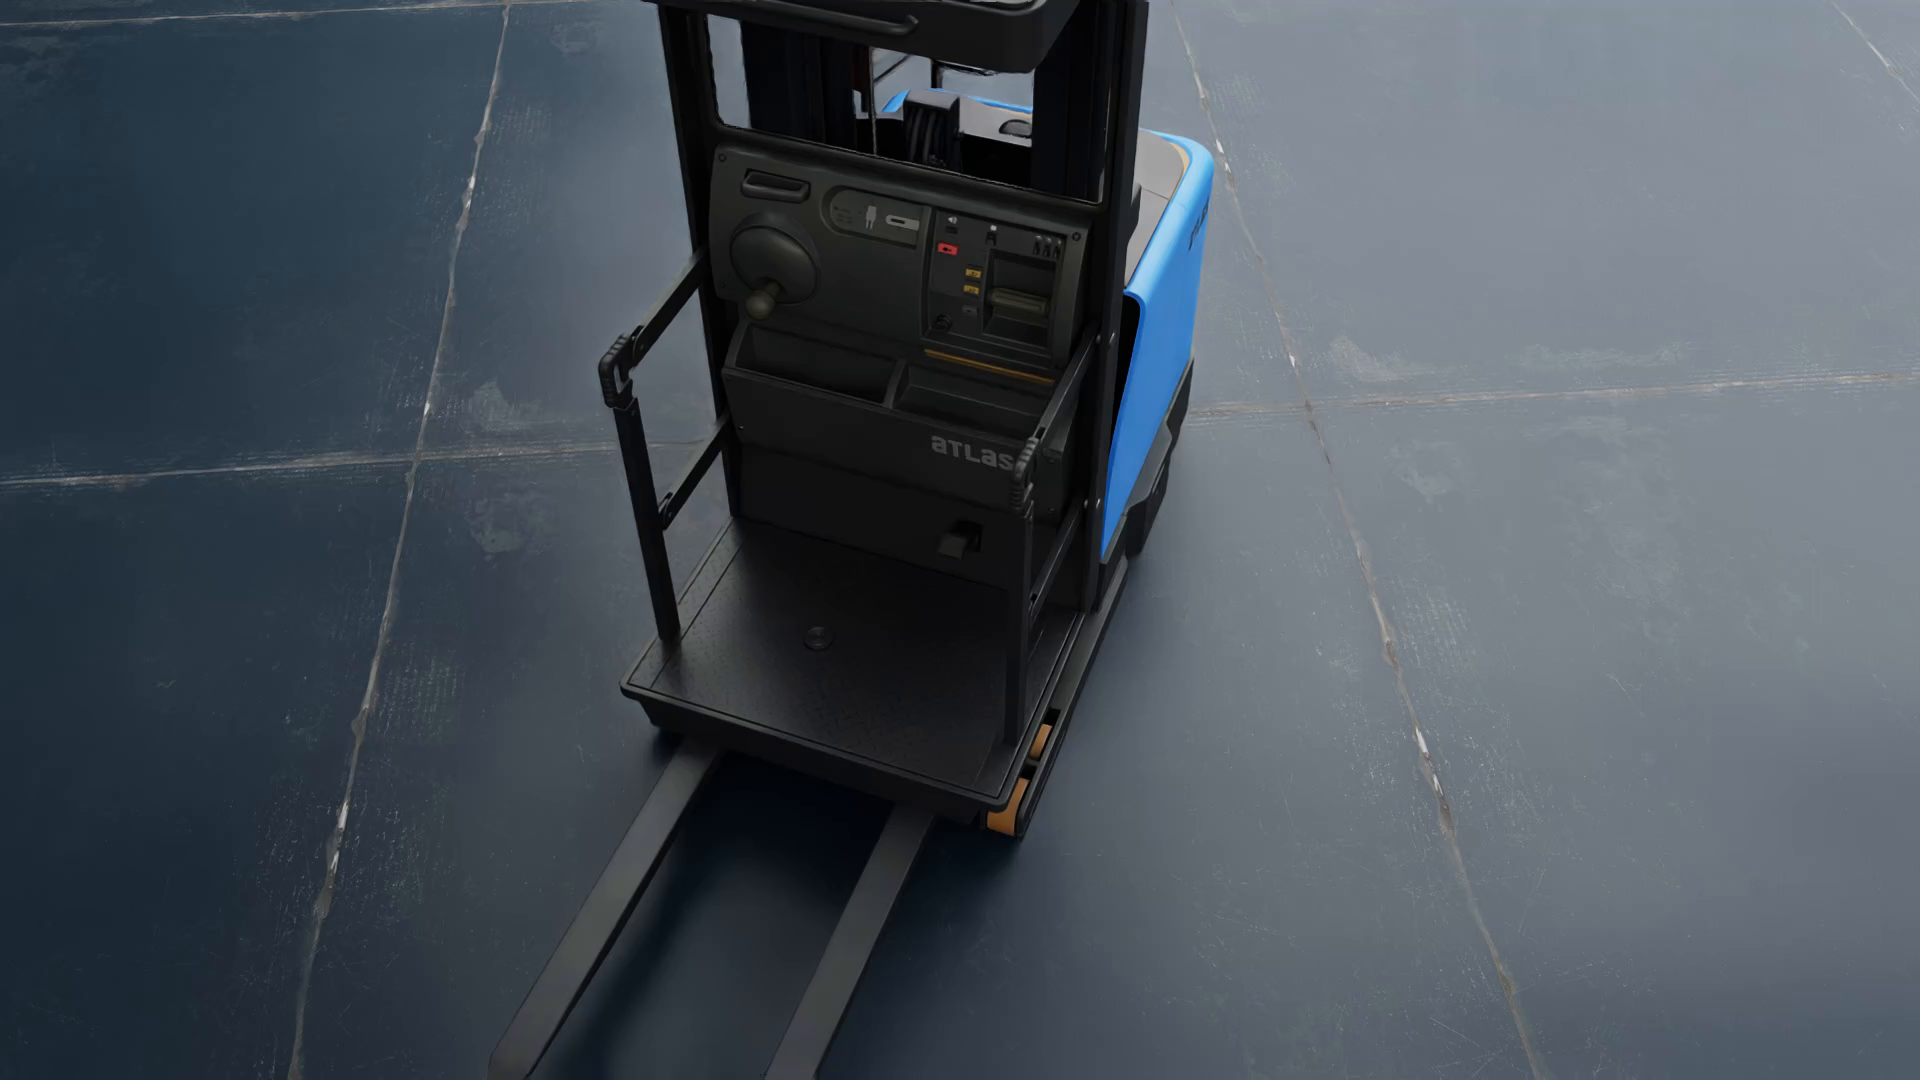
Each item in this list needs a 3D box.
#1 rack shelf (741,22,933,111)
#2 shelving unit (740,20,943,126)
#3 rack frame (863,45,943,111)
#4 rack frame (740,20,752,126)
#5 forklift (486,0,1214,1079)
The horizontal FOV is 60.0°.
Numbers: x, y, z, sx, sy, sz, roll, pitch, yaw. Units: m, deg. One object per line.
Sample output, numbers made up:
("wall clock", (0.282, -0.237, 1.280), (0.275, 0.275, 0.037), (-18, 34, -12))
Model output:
("rack shelf", (-0.376, -1.597, 5.335), (0.480, 0.518, 0.431), (27, 52, 23))
("shelving unit", (-0.376, -1.606, 5.325), (0.503, 2.100, 0.431), (27, 52, 23))
("rack frame", (-0.176, -1.505, 5.229), (0.015, 2.100, 0.400), (27, 52, 23))
("rack frame", (-0.577, -1.707, 5.421), (0.015, 2.100, 0.400), (27, 52, 23))
("forklift", (-0.232, -0.560, 3.762), (1.130, 2.935, 3.031), (15, 48, 14))
